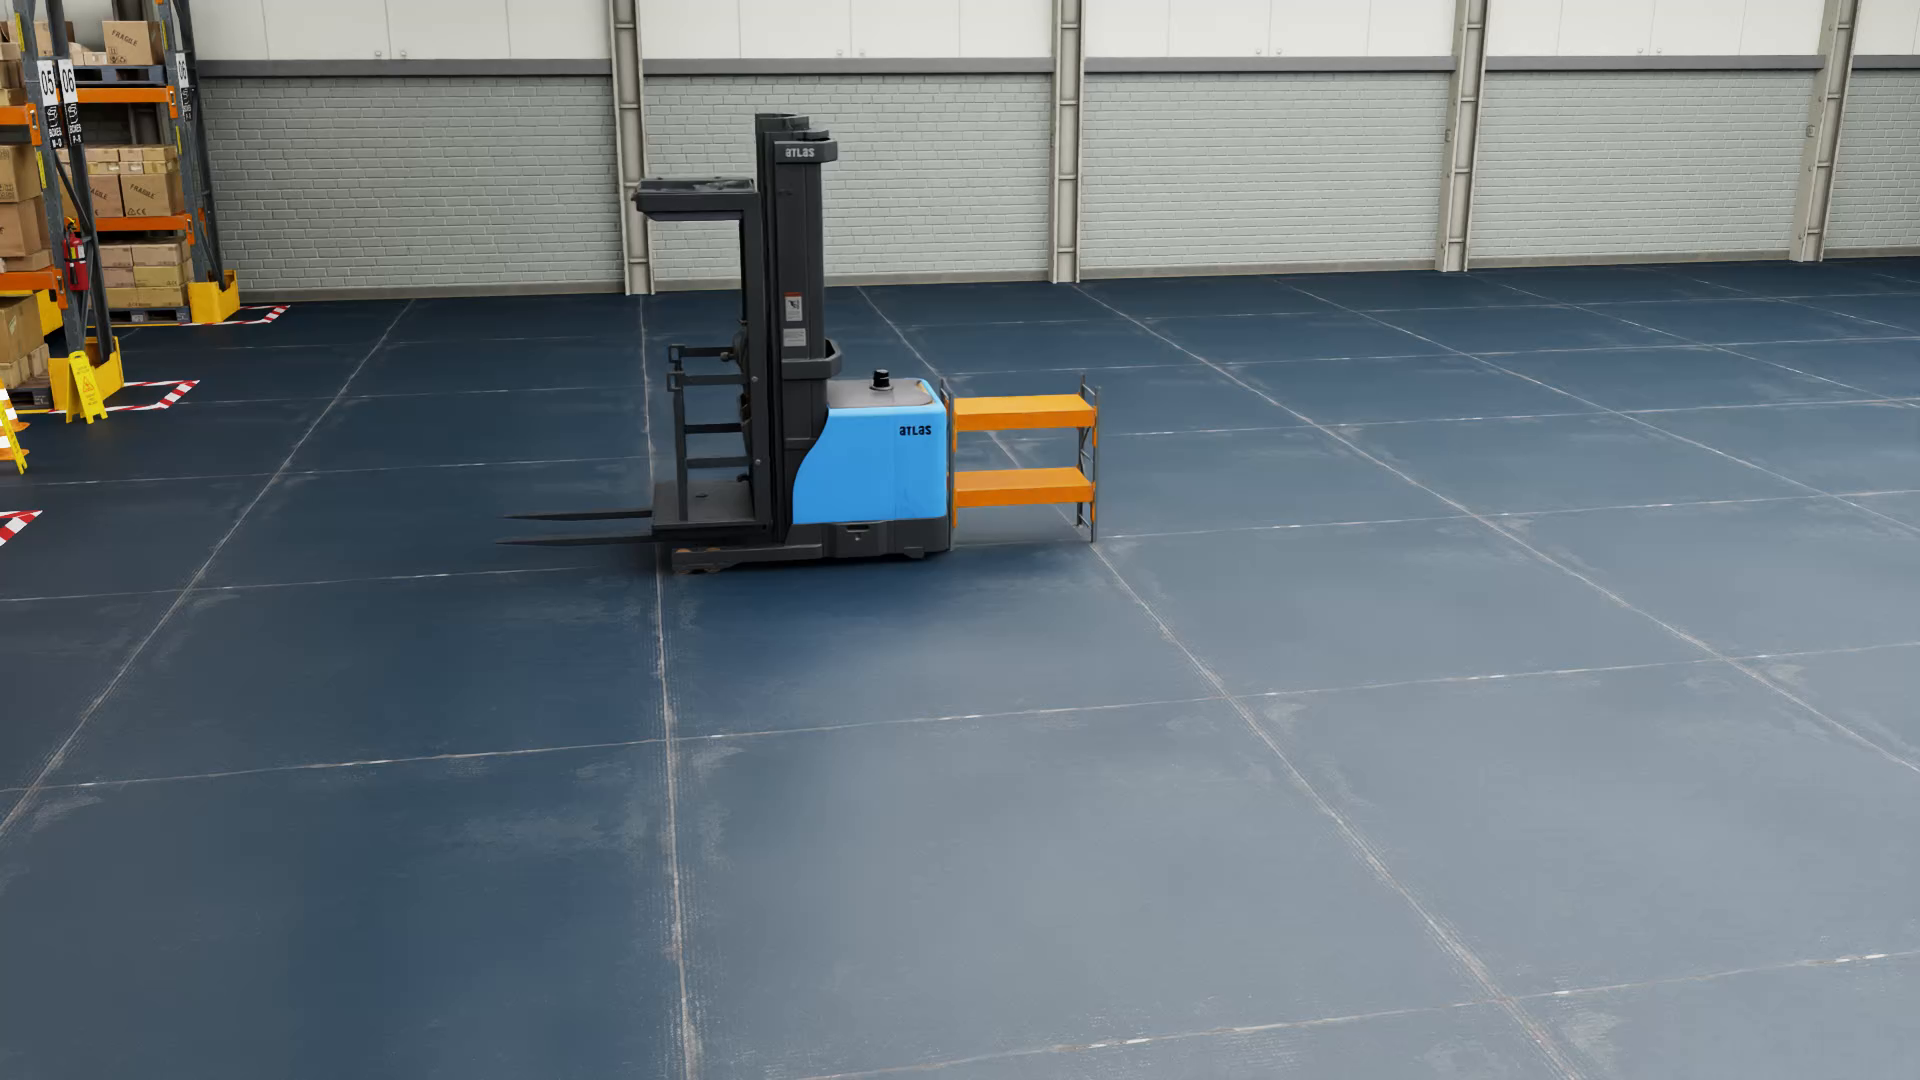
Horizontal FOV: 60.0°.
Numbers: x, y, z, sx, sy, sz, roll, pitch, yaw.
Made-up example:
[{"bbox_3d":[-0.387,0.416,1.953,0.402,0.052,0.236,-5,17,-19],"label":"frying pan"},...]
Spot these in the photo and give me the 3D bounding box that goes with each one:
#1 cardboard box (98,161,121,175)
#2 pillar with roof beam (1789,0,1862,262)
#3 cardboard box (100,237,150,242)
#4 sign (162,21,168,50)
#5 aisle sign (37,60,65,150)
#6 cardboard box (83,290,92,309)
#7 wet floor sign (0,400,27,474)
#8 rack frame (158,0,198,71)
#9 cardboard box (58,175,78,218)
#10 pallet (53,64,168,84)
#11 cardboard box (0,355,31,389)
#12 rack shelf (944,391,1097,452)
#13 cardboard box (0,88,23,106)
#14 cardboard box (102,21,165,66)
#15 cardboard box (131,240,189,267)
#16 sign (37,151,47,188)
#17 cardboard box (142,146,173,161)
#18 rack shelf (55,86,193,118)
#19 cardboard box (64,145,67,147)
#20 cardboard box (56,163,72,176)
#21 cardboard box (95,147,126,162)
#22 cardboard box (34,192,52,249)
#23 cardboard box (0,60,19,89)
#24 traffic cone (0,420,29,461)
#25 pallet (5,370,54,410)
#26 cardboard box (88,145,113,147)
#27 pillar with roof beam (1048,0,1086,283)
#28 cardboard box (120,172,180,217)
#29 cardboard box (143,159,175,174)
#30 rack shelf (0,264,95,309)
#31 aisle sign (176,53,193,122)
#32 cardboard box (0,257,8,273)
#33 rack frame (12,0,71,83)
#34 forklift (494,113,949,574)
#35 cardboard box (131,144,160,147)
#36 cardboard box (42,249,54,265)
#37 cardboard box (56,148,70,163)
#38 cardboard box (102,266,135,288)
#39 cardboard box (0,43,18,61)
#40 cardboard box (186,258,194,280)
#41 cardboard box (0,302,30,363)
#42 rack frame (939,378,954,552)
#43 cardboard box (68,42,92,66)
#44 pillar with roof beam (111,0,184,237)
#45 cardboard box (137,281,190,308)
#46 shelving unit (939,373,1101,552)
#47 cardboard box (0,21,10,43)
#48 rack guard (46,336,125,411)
[{"bbox_3d":[-10.233,-4.511,20.116,0.250,0.149,0.380,-3,17,-9],"label":"cardboard box"},{"bbox_3d":[14.092,-7.458,20.766,0.400,9.000,9.100,-3,17,-10],"label":"pillar with roof beam"},{"bbox_3d":[-10.432,-3.636,20.807,0.500,0.250,0.500,-3,17,-10],"label":"cardboard box"},{"bbox_3d":[-9.345,-5.935,19.545,0.005,0.325,0.100,-3,17,-10],"label":"sign"},{"bbox_3d":[-8.373,-4.005,15.314,0.004,0.787,0.394,-3,17,-10],"label":"aisle sign"},{"bbox_3d":[-10.819,-2.992,20.412,0.500,0.250,0.500,-3,17,-10],"label":"cardboard box"},{"bbox_3d":[-7.798,-0.868,13.539,0.232,0.644,0.267,-6,18,-20],"label":"wet floor sign"},{"bbox_3d":[-9.434,-7.141,19.734,0.127,3.000,1.000,-3,17,-10],"label":"rack frame"},{"bbox_3d":[-10.882,-4.163,20.086,0.500,0.500,0.500,-4,17,-11],"label":"cardboard box"},{"bbox_3d":[-10.133,-5.633,20.084,1.213,0.211,1.003,-3,17,-10],"label":"pallet"},{"bbox_3d":[-9.255,-1.605,15.896,0.500,0.250,0.500,-3,17,-11],"label":"cardboard box"},{"bbox_3d":[0.408,-0.833,11.610,1.000,0.278,0.538,-3,17,-9],"label":"rack shelf"},{"bbox_3d":[-8.786,-4.056,15.226,0.250,0.149,0.380,-3,17,-10],"label":"cardboard box"},{"bbox_3d":[-9.823,-5.908,19.775,0.500,0.500,0.500,-3,17,-9],"label":"cardboard box"},{"bbox_3d":[-9.827,-3.522,20.434,0.500,0.250,0.500,-3,17,-9],"label":"cardboard box"},{"bbox_3d":[-8.403,-3.386,15.216,0.005,0.325,0.100,-3,17,-10],"label":"sign"},{"bbox_3d":[-9.746,-4.692,20.199,0.250,0.149,0.380,-3,17,-10],"label":"cardboard box"},{"bbox_3d":[-11.398,-5.252,19.918,4.000,0.370,1.077,-3,17,-10],"label":"rack shelf"},{"bbox_3d":[-11.101,-4.775,20.467,0.250,0.149,0.380,-4,17,-12],"label":"cardboard box"},{"bbox_3d":[-10.732,-4.472,19.989,0.250,0.149,0.380,-4,17,-12],"label":"cardboard box"},{"bbox_3d":[-10.234,-4.647,20.052,0.250,0.149,0.380,-3,17,-9],"label":"cardboard box"},{"bbox_3d":[-9.007,-3.086,16.073,0.500,0.500,0.500,-4,17,-11],"label":"cardboard box"},{"bbox_3d":[-8.940,-4.241,15.149,0.500,0.250,0.500,-3,17,-11],"label":"cardboard box"},{"bbox_3d":[-8.122,-0.933,14.061,0.334,0.463,0.336,-3,17,-10],"label":"traffic cone"},{"bbox_3d":[-9.368,-1.470,16.239,1.213,0.211,1.003,-3,17,-10],"label":"pallet"},{"bbox_3d":[-10.570,-4.783,20.493,0.250,0.149,0.380,-3,17,-10],"label":"cardboard box"},{"bbox_3d":[2.310,-6.789,18.590,0.400,9.000,9.100,-3,17,-10],"label":"pillar with roof beam"},{"bbox_3d":[-9.868,-4.218,20.265,0.500,0.500,0.500,-4,17,-12],"label":"cardboard box"},{"bbox_3d":[-9.721,-4.531,20.179,0.250,0.149,0.380,-3,17,-10],"label":"cardboard box"},{"bbox_3d":[-10.453,-2.387,15.700,4.000,0.370,1.077,-3,17,-10],"label":"rack shelf"},{"bbox_3d":[-9.314,-5.435,19.970,0.004,0.787,0.394,-3,17,-10],"label":"aisle sign"},{"bbox_3d":[-9.043,-2.594,15.575,0.250,0.149,0.380,-3,17,-11],"label":"cardboard box"},{"bbox_3d":[-8.489,-5.710,15.076,0.127,3.000,1.000,-3,17,-10],"label":"rack frame"},{"bbox_3d":[-1.642,-1.339,11.180,3.031,2.935,1.130,-3,17,-9],"label":"forklift"},{"bbox_3d":[-10.077,-4.819,20.612,0.250,0.149,0.380,-3,17,-9],"label":"cardboard box"},{"bbox_3d":[-8.862,-2.763,16.127,0.250,0.149,0.380,-3,17,-10],"label":"cardboard box"},{"bbox_3d":[-10.727,-4.608,19.925,0.250,0.149,0.380,-3,17,-9],"label":"cardboard box"},{"bbox_3d":[-10.347,-3.256,20.421,0.500,0.250,0.500,-3,17,-11],"label":"cardboard box"},{"bbox_3d":[-8.765,-4.433,15.098,0.250,0.149,0.380,-3,17,-10],"label":"cardboard box"},{"bbox_3d":[-9.935,-3.432,20.993,0.500,0.250,0.500,-3,17,-9],"label":"cardboard box"},{"bbox_3d":[-9.226,-1.967,15.799,0.500,0.500,0.500,-3,17,-10],"label":"cardboard box"},{"bbox_3d":[-0.094,-0.529,11.619,0.032,1.125,0.500,-3,17,-9],"label":"rack frame"},{"bbox_3d":[-10.439,-5.743,19.637,0.258,0.266,0.396,-3,17,-10],"label":"cardboard box"},{"bbox_3d":[-9.472,-6.121,16.413,0.400,9.000,9.100,-3,17,-10],"label":"pillar with roof beam"},{"bbox_3d":[-9.836,-3.042,20.575,0.500,0.250,0.500,-3,17,-10],"label":"cardboard box"},{"bbox_3d":[0.408,-0.553,11.695,1.048,1.125,0.538,-3,17,-9],"label":"shelving unit"},{"bbox_3d":[-11.429,-5.860,19.612,0.637,0.503,0.797,-3,17,-9],"label":"cardboard box"},{"bbox_3d":[-8.564,-1.643,16.310,0.348,0.500,1.175,-3,17,-10],"label":"rack guard"}]
